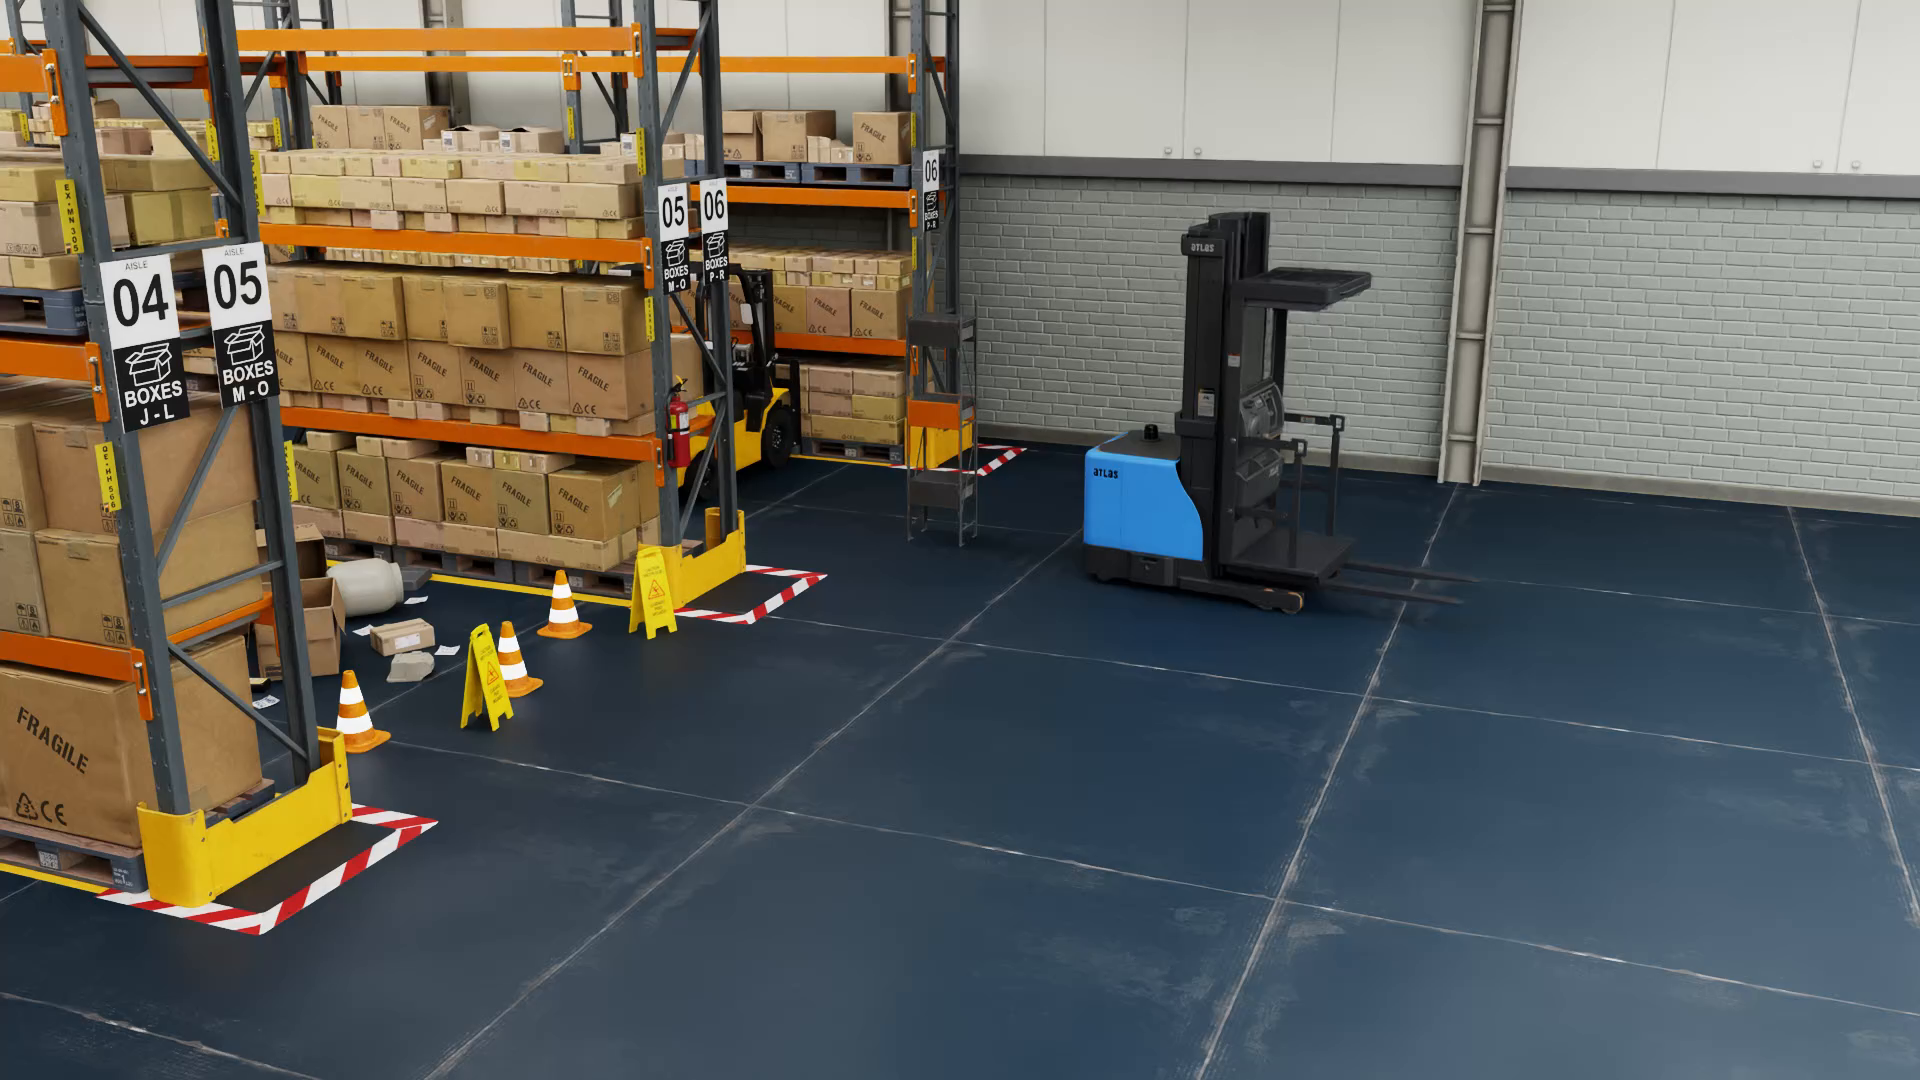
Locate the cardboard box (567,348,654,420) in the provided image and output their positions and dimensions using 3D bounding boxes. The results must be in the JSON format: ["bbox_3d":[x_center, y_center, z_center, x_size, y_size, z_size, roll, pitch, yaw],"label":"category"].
[{"bbox_3d":[-2.667,-1.233,12.828,0.500,0.500,0.500,6,17,20],"label":"cardboard box"}]

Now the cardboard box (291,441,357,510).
[{"bbox_3d":[-5.333,-0.578,14.119,0.500,0.500,0.500,7,18,23],"label":"cardboard box"}]

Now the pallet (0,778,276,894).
[{"bbox_3d":[-4.556,1.514,9.082,1.213,0.211,1.003,6,17,21],"label":"pallet"}]

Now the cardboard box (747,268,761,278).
[{"bbox_3d":[-2.070,-2.842,17.741,0.250,0.149,0.380,6,17,20],"label":"cardboard box"}]

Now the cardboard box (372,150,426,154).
[{"bbox_3d":[-4.639,-3.145,13.768,0.250,0.149,0.380,7,18,22],"label":"cardboard box"}]

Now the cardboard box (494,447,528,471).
[{"bbox_3d":[-3.501,-0.672,13.279,0.250,0.149,0.380,7,17,22],"label":"cardboard box"}]

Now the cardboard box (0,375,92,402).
[{"bbox_3d":[-5.131,-0.528,8.905,0.550,0.550,0.875,6,17,21],"label":"cardboard box"}]

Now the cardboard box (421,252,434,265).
[{"bbox_3d":[-6.015,-3.284,19.263,0.250,0.149,0.380,6,17,21],"label":"cardboard box"}]

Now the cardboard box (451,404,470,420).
[{"bbox_3d":[-3.903,-1.082,13.470,0.250,0.149,0.380,6,17,21],"label":"cardboard box"}]

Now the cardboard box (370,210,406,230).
[{"bbox_3d":[-4.415,-2.537,13.103,0.250,0.149,0.380,6,17,20],"label":"cardboard box"}]

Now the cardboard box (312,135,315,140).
[{"bbox_3d":[-7.473,-4.628,19.341,0.250,0.166,0.380,6,17,21],"label":"cardboard box"}]

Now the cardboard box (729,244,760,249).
[{"bbox_3d":[-2.377,-3.164,18.315,0.250,0.149,0.380,6,17,20],"label":"cardboard box"}]

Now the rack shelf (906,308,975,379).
[{"bbox_3d":[-0.154,-1.684,14.248,0.480,0.518,0.431,6,17,21],"label":"rack shelf"}]

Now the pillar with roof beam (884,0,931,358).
[{"bbox_3d":[-2.140,-4.415,13.743,0.400,9.000,9.100,6,17,21],"label":"pillar with roof beam"}]

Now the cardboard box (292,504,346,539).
[{"bbox_3d":[-5.333,-0.218,14.224,0.500,0.250,0.500,5,17,18],"label":"cardboard box"}]

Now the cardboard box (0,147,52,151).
[{"bbox_3d":[-8.626,-3.266,14.983,0.500,0.500,0.700,6,17,21],"label":"cardboard box"}]

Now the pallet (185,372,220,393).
[{"bbox_3d":[-6.440,-1.491,14.774,1.213,0.211,1.003,6,17,21],"label":"pallet"}]

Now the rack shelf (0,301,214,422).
[{"bbox_3d":[-5.644,-1.064,8.868,4.000,0.370,1.077,6,17,21],"label":"rack shelf"}]

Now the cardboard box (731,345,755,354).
[{"bbox_3d":[-2.493,-2.013,18.613,0.500,0.250,0.500,6,17,21],"label":"cardboard box"}]

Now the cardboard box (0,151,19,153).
[{"bbox_3d":[-5.160,-1.964,8.765,0.250,0.149,0.380,6,17,20],"label":"cardboard box"}]

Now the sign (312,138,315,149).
[{"bbox_3d":[-5.591,-3.298,14.345,0.005,0.325,0.100,6,17,21],"label":"sign"}]

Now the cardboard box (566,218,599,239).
[{"bbox_3d":[-2.739,-2.359,12.490,0.250,0.149,0.380,6,17,21],"label":"cardboard box"}]

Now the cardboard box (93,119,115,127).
[{"bbox_3d":[-10.546,-5.076,20.384,0.250,0.149,0.380,6,17,20],"label":"cardboard box"}]

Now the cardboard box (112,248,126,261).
[{"bbox_3d":[-4.222,-1.478,8.522,0.250,0.149,0.380,6,17,21],"label":"cardboard box"}]

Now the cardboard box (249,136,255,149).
[{"bbox_3d":[-8.338,-4.730,19.759,0.250,0.149,0.380,6,17,19],"label":"cardboard box"}]

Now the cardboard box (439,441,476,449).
[{"bbox_3d":[-4.185,-0.614,14.243,0.500,0.500,0.500,7,18,24],"label":"cardboard box"}]

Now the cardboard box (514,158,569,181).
[{"bbox_3d":[-3.171,-2.816,12.634,0.250,0.149,0.380,6,17,21],"label":"cardboard box"}]

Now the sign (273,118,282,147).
[{"bbox_3d":[-7.887,-4.713,19.219,0.005,0.325,0.100,6,17,21],"label":"sign"}]

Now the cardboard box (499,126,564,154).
[{"bbox_3d":[-4.727,-4.413,18.343,0.500,0.311,0.500,6,17,19],"label":"cardboard box"}]

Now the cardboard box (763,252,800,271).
[{"bbox_3d":[-1.878,-2.935,17.527,0.250,0.149,0.380,7,17,22],"label":"cardboard box"}]

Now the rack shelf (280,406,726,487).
[{"bbox_3d":[-3.922,-0.917,13.744,4.000,0.370,1.077,6,17,21],"label":"rack shelf"}]

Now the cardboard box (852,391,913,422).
[{"bbox_3d":[-0.811,-1.436,17.522,0.500,0.250,0.500,6,17,20],"label":"cardboard box"}]

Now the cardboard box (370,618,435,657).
[{"bbox_3d":[-4.021,0.701,11.993,0.380,0.149,0.250,-12,20,-37],"label":"cardboard box"}]

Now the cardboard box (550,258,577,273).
[{"bbox_3d":[-4.364,-3.092,18.601,0.250,0.149,0.380,7,18,23],"label":"cardboard box"}]

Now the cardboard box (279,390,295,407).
[{"bbox_3d":[-5.607,-1.231,13.986,0.250,0.149,0.380,6,17,20],"label":"cardboard box"}]

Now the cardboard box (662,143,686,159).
[{"bbox_3d":[-2.944,-4.121,17.628,0.250,0.149,0.380,7,18,22],"label":"cardboard box"}]

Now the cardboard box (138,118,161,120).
[{"bbox_3d":[-10.128,-5.179,20.738,0.250,0.149,0.380,6,17,19],"label":"cardboard box"}]

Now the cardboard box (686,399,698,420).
[{"bbox_3d":[-2.302,-1.026,13.278,0.250,0.149,0.380,6,17,21],"label":"cardboard box"}]

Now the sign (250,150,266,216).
[{"bbox_3d":[-3.575,-1.806,8.423,0.005,0.325,0.100,6,17,21],"label":"sign"}]

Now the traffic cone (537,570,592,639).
[{"bbox_3d":[-2.935,0.451,12.291,0.334,0.463,0.336,6,17,21],"label":"traffic cone"}]

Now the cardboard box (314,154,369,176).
[{"bbox_3d":[-4.880,-2.971,13.168,0.250,0.149,0.380,6,17,20],"label":"cardboard box"}]

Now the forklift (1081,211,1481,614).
[{"bbox_3d":[2.531,-1.010,12.895,3.031,2.935,1.130,9,18,27],"label":"forklift"}]

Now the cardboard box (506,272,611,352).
[{"bbox_3d":[-3.085,-1.779,12.914,0.500,0.500,0.700,6,17,21],"label":"cardboard box"}]

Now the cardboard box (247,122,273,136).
[{"bbox_3d":[-8.320,-4.880,19.743,0.250,0.149,0.380,6,17,19],"label":"cardboard box"}]

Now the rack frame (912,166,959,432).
[{"bbox_3d":[-0.244,-2.346,17.374,0.127,3.000,1.000,6,17,21],"label":"rack frame"}]

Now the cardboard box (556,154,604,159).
[{"bbox_3d":[-2.974,-2.959,13.125,0.250,0.149,0.380,6,17,20],"label":"cardboard box"}]

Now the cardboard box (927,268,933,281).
[{"bbox_3d":[-0.464,-2.807,17.621,0.250,0.149,0.380,6,17,19],"label":"cardboard box"}]

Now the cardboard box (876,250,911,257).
[{"bbox_3d":[-0.702,-2.982,17.687,0.250,0.149,0.380,7,18,23],"label":"cardboard box"}]

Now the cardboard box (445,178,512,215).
[{"bbox_3d":[-3.588,-2.656,12.796,0.500,0.250,0.500,7,18,22],"label":"cardboard box"}]

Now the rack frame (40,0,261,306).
[{"bbox_3d":[-3.784,-2.645,7.644,0.127,3.000,1.000,6,17,21],"label":"rack frame"}]

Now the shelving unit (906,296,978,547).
[{"bbox_3d":[-0.154,-1.025,14.439,0.503,2.100,0.431,6,17,21],"label":"shelving unit"}]

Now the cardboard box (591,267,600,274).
[{"bbox_3d":[-4.343,-3.042,19.143,0.500,0.250,0.500,6,17,20],"label":"cardboard box"}]

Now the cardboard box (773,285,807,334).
[{"bbox_3d":[-1.754,-2.484,17.671,0.500,0.500,0.500,6,17,20],"label":"cardboard box"}]
